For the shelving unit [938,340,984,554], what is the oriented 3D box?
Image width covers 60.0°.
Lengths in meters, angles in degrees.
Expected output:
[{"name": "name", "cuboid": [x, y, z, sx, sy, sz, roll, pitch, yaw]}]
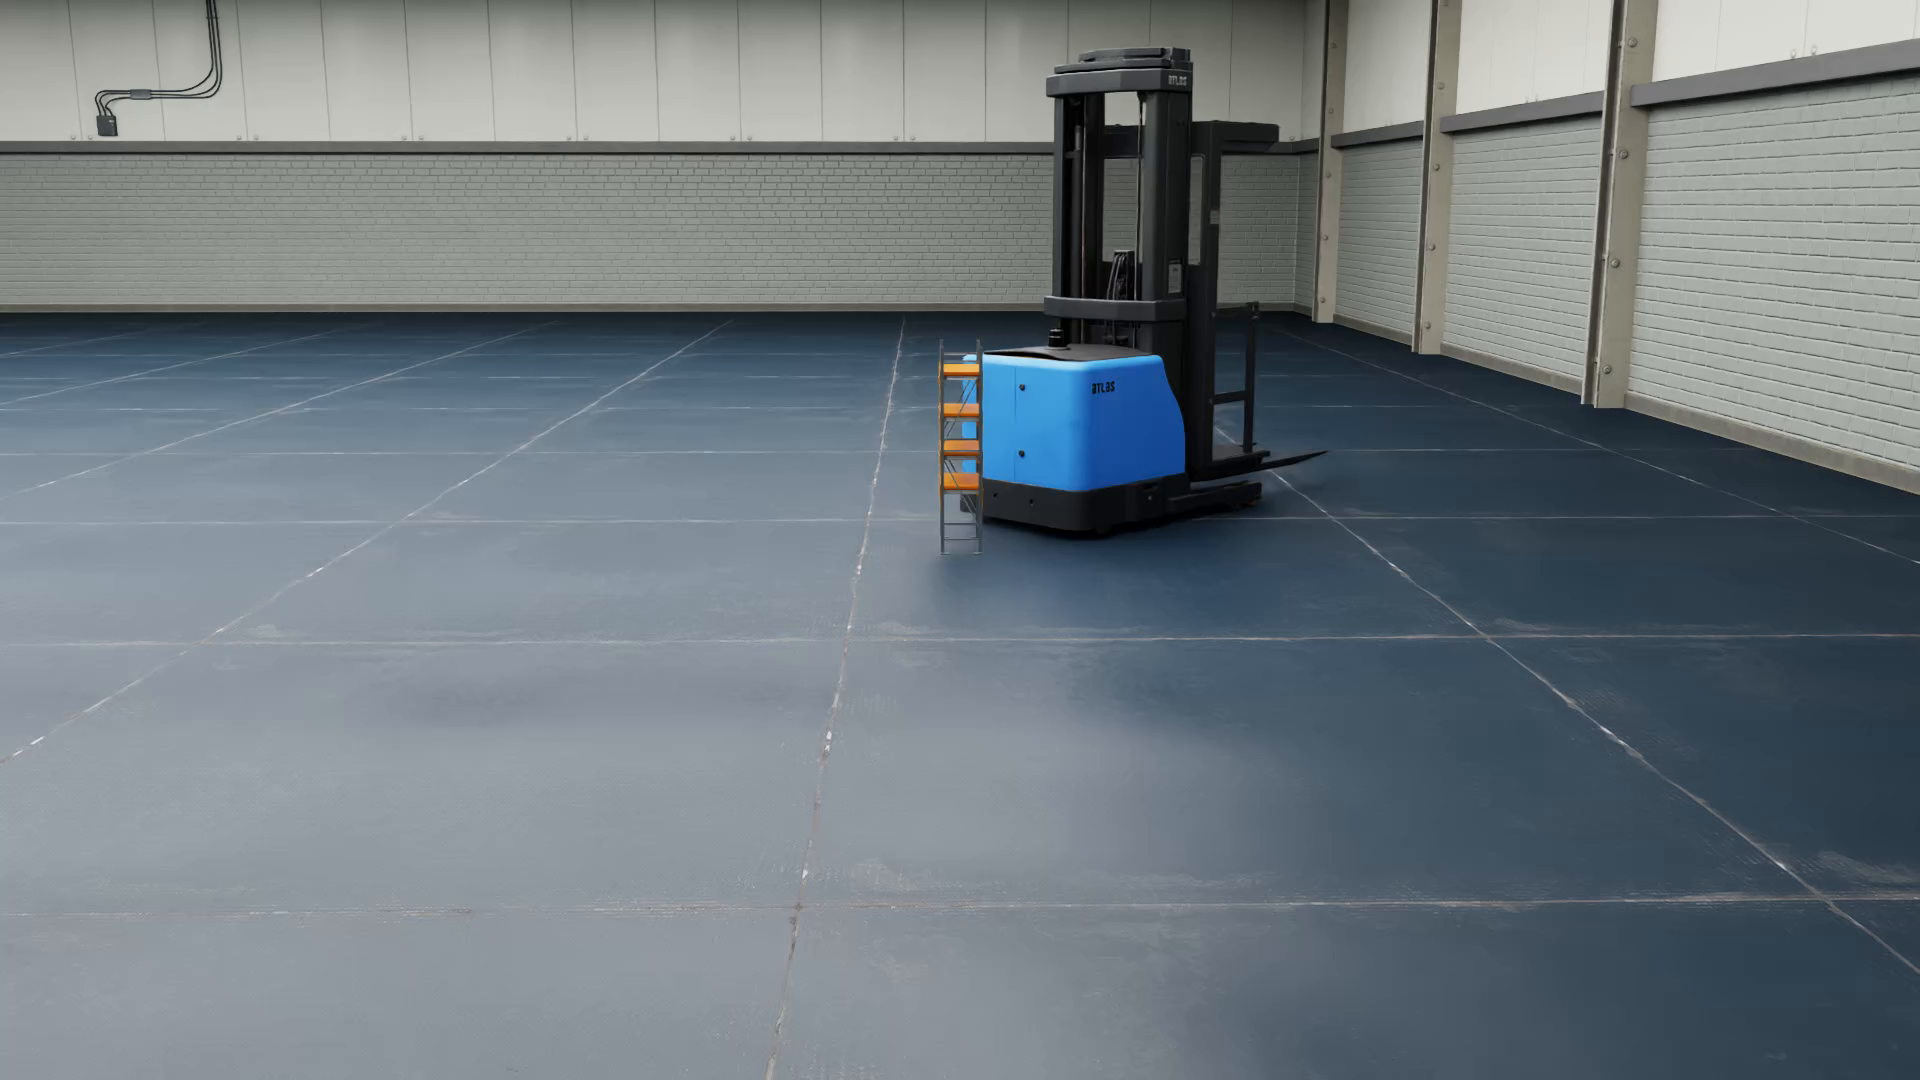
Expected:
[{"name": "shelving unit", "cuboid": [0.003, -0.555, 9.778, 0.258, 1.200, 0.503, 0, 11, -1]}]

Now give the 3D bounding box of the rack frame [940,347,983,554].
[{"name": "rack frame", "cuboid": [0.008, -0.507, 9.539, 0.240, 1.200, 0.015, 0, 11, -1]}]

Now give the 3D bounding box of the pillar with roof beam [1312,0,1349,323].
[{"name": "pillar with roof beam", "cuboid": [1.917, -8.128, 27.491, 9.100, 9.000, 0.400, 0, 11, -1]}]

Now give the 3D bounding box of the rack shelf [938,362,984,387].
[{"name": "rack shelf", "cuboid": [0.003, -0.940, 9.699, 0.258, 0.148, 0.480, 0, 11, -1]}]

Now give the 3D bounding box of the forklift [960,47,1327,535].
[{"name": "forklift", "cuboid": [1.387, -1.699, 11.061, 1.130, 2.935, 3.031, 11, 16, 43]}]

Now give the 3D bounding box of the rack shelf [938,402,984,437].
[{"name": "rack shelf", "cuboid": [0.003, -0.708, 9.747, 0.258, 0.148, 0.480, 0, 11, -1]}]

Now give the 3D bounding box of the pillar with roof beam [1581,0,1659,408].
[{"name": "pillar with roof beam", "cuboid": [2.165, -5.743, 15.733, 9.100, 9.000, 0.400, 0, 11, -1]}]

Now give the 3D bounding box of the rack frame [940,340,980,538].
[{"name": "rack frame", "cuboid": [-0.002, -0.604, 10.017, 0.240, 1.200, 0.015, 0, 11, -1]}]

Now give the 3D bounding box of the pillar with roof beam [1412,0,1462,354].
[{"name": "pillar with roof beam", "cuboid": [2.041, -6.935, 21.612, 9.100, 9.000, 0.400, 0, 11, -1]}]

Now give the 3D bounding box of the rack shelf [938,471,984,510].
[{"name": "rack shelf", "cuboid": [0.003, -0.295, 9.830, 0.258, 0.148, 0.480, 0, 11, -1]}]

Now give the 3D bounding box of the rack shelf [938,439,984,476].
[{"name": "rack shelf", "cuboid": [0.003, -0.489, 9.791, 0.258, 0.148, 0.480, 0, 11, -1]}]

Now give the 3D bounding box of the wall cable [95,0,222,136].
[{"name": "wall cable", "cuboid": [-14.519, -10.310, 29.692, 2.305, 6.003, 0.169, 0, 11, -1]}]
